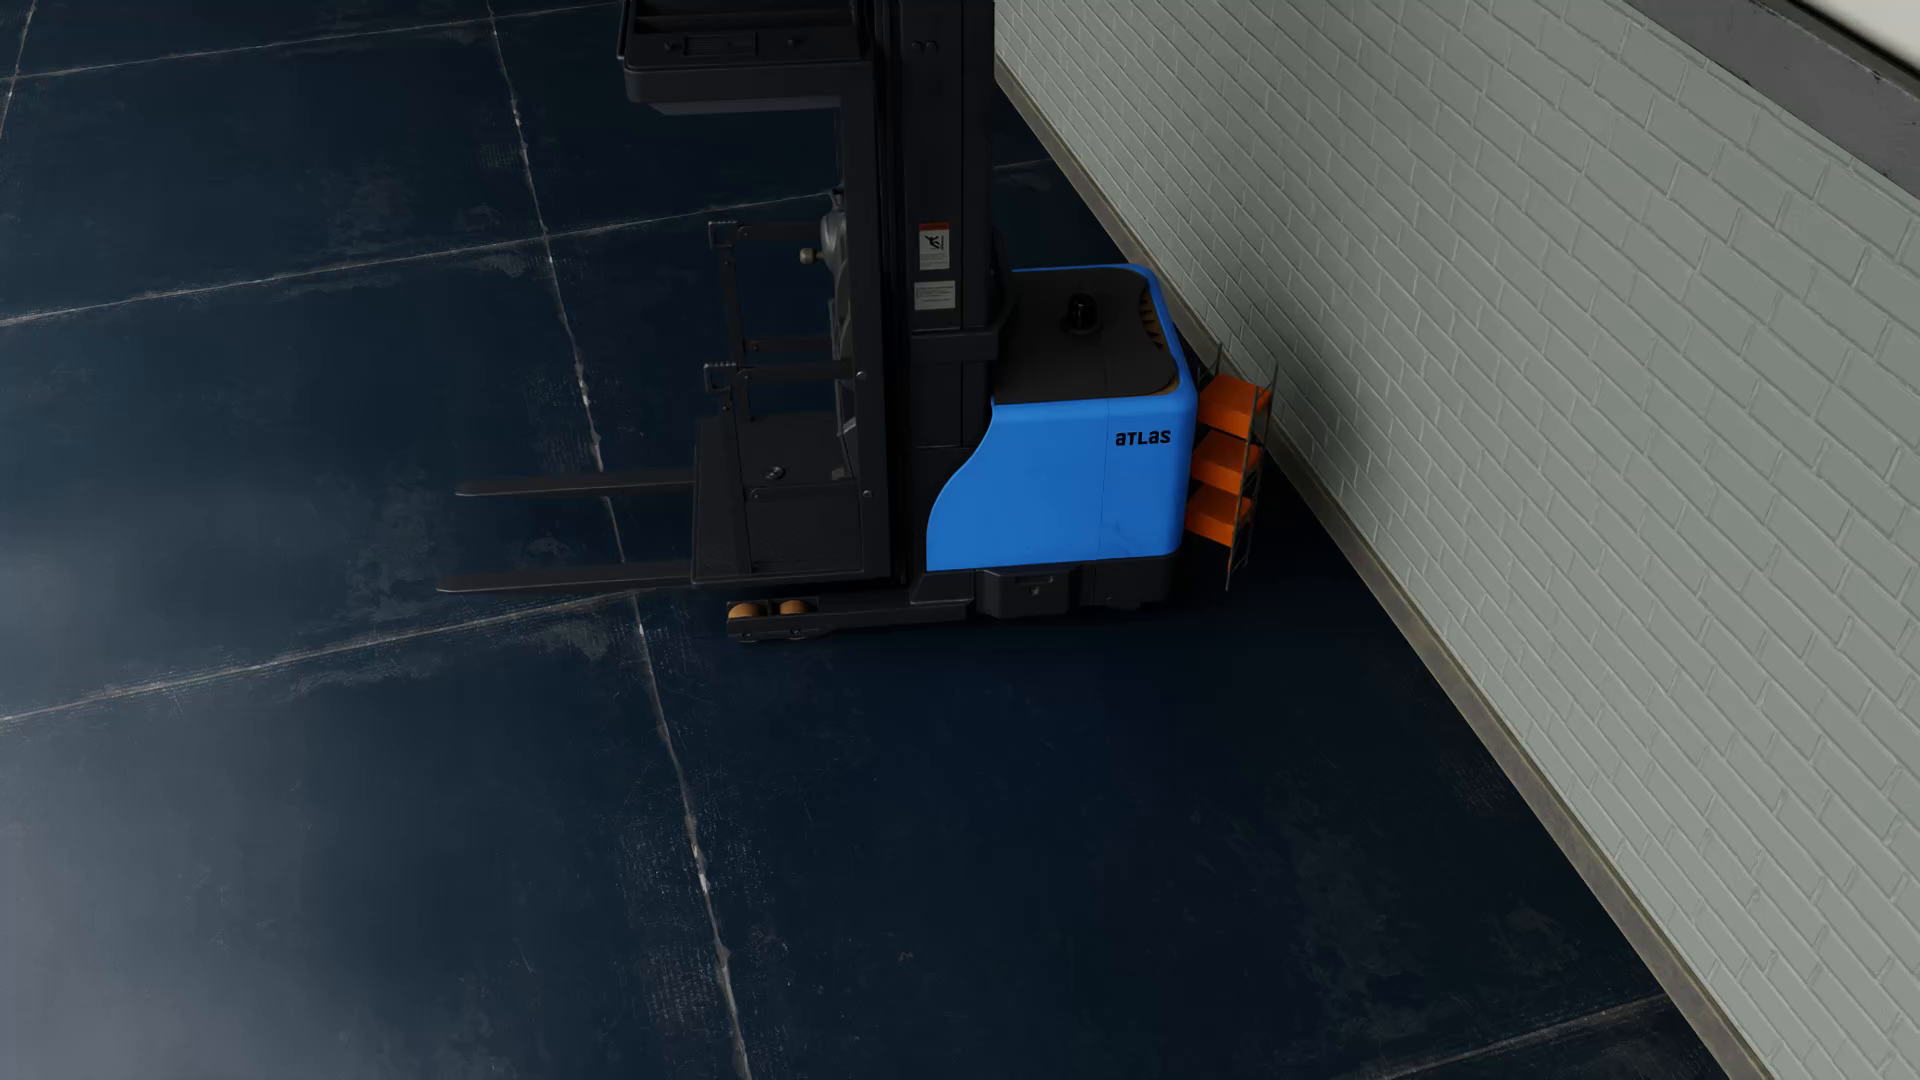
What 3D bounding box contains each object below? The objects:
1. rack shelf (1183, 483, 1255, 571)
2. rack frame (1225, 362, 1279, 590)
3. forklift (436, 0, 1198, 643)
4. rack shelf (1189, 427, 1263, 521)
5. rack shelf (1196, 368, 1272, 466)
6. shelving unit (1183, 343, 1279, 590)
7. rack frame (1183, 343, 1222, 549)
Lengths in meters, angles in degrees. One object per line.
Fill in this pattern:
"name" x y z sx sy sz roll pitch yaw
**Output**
"rack shelf" 1.075 -0.066 6.965 0.240 0.259 0.215 23 46 24
"rack frame" 1.178 -0.239 6.725 0.008 1.050 0.200 23 46 24
"forklift" -0.633 -1.050 6.224 3.031 2.935 1.130 -4 41 -4
"rack shelf" 1.075 -0.275 6.782 0.240 0.259 0.215 23 46 24
"rack shelf" 1.076 -0.488 6.595 0.240 0.259 0.215 23 46 24
"shelving unit" 1.075 -0.283 6.775 0.252 1.050 0.215 23 46 24
"rack frame" 0.973 -0.326 6.824 0.008 1.050 0.200 23 46 24
